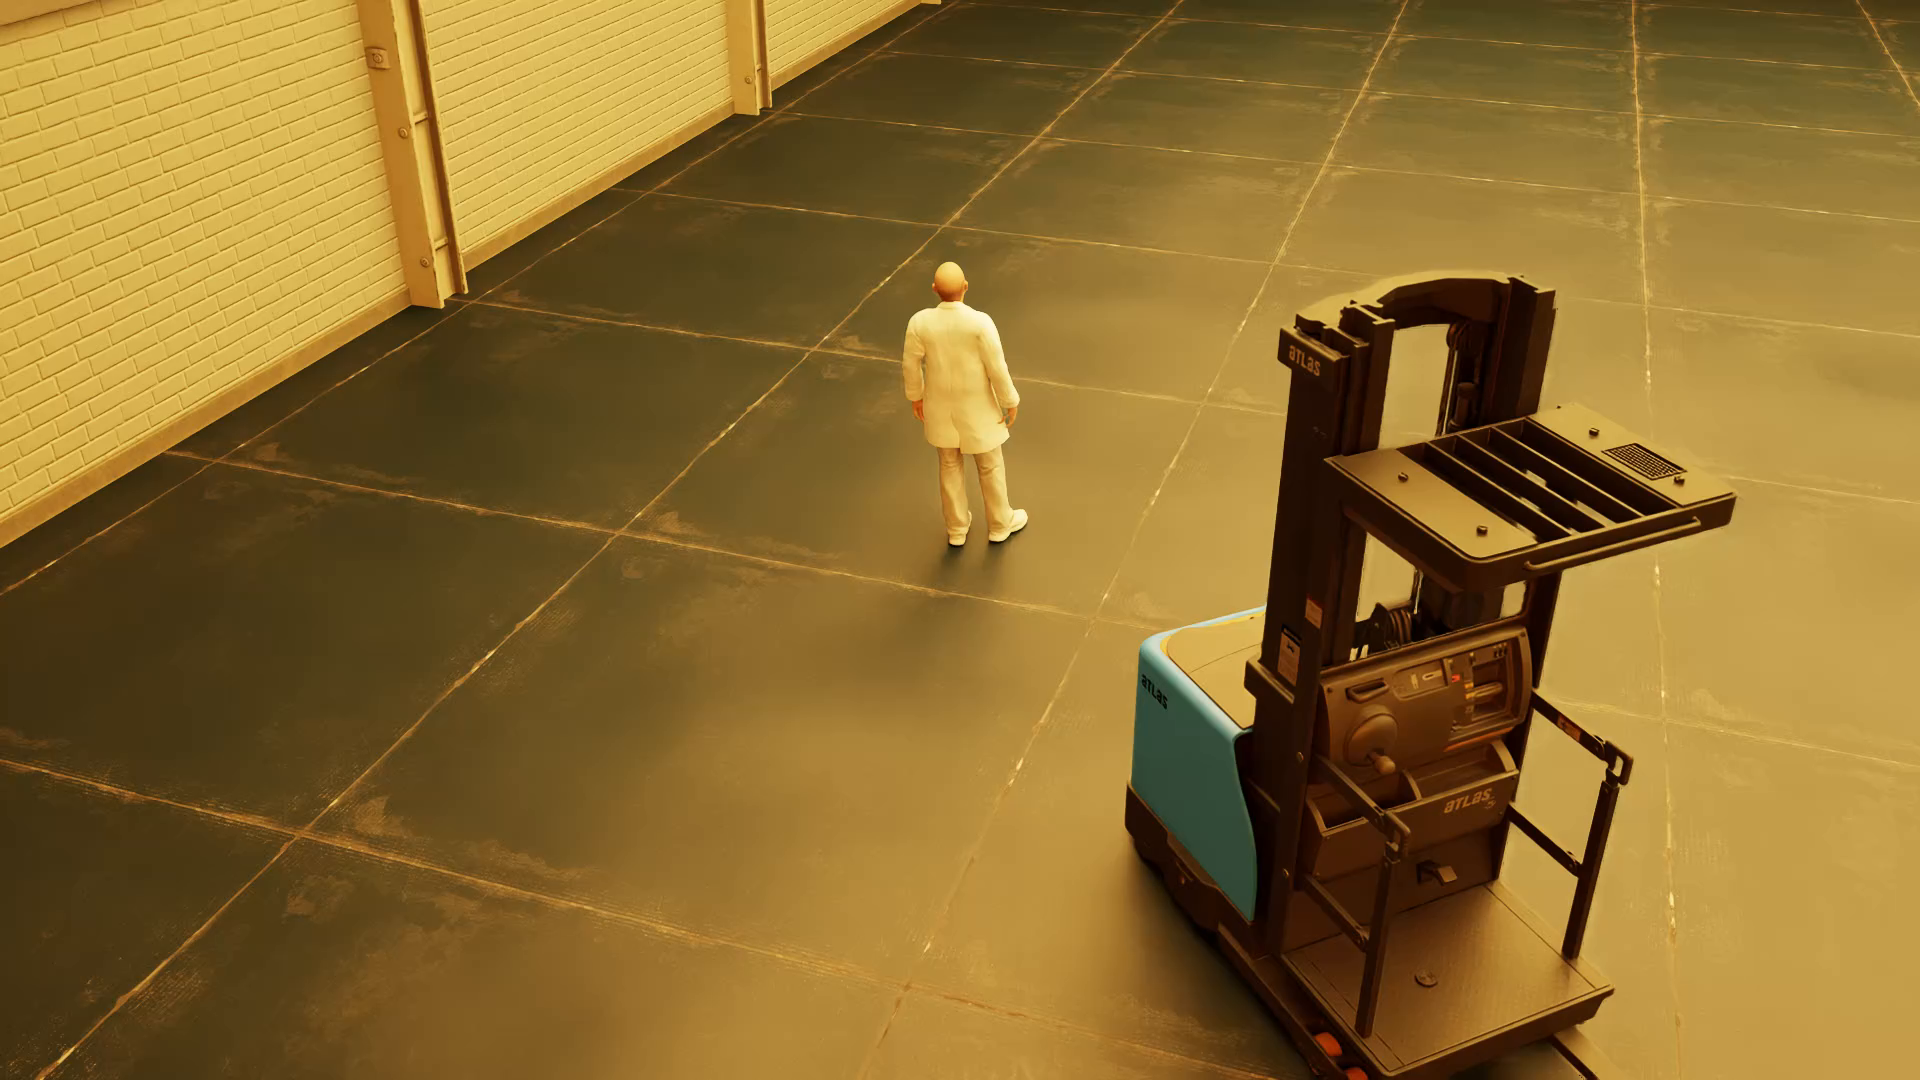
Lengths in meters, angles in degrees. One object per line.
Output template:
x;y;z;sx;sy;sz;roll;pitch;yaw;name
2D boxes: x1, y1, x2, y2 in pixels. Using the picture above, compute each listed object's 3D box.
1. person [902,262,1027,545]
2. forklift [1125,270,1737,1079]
0.034;-0.814;9.728;0.694;1.763;0.581;10;31;16;person
1.830;0.646;6.003;1.130;2.935;3.031;-13;32;-21;forklift
